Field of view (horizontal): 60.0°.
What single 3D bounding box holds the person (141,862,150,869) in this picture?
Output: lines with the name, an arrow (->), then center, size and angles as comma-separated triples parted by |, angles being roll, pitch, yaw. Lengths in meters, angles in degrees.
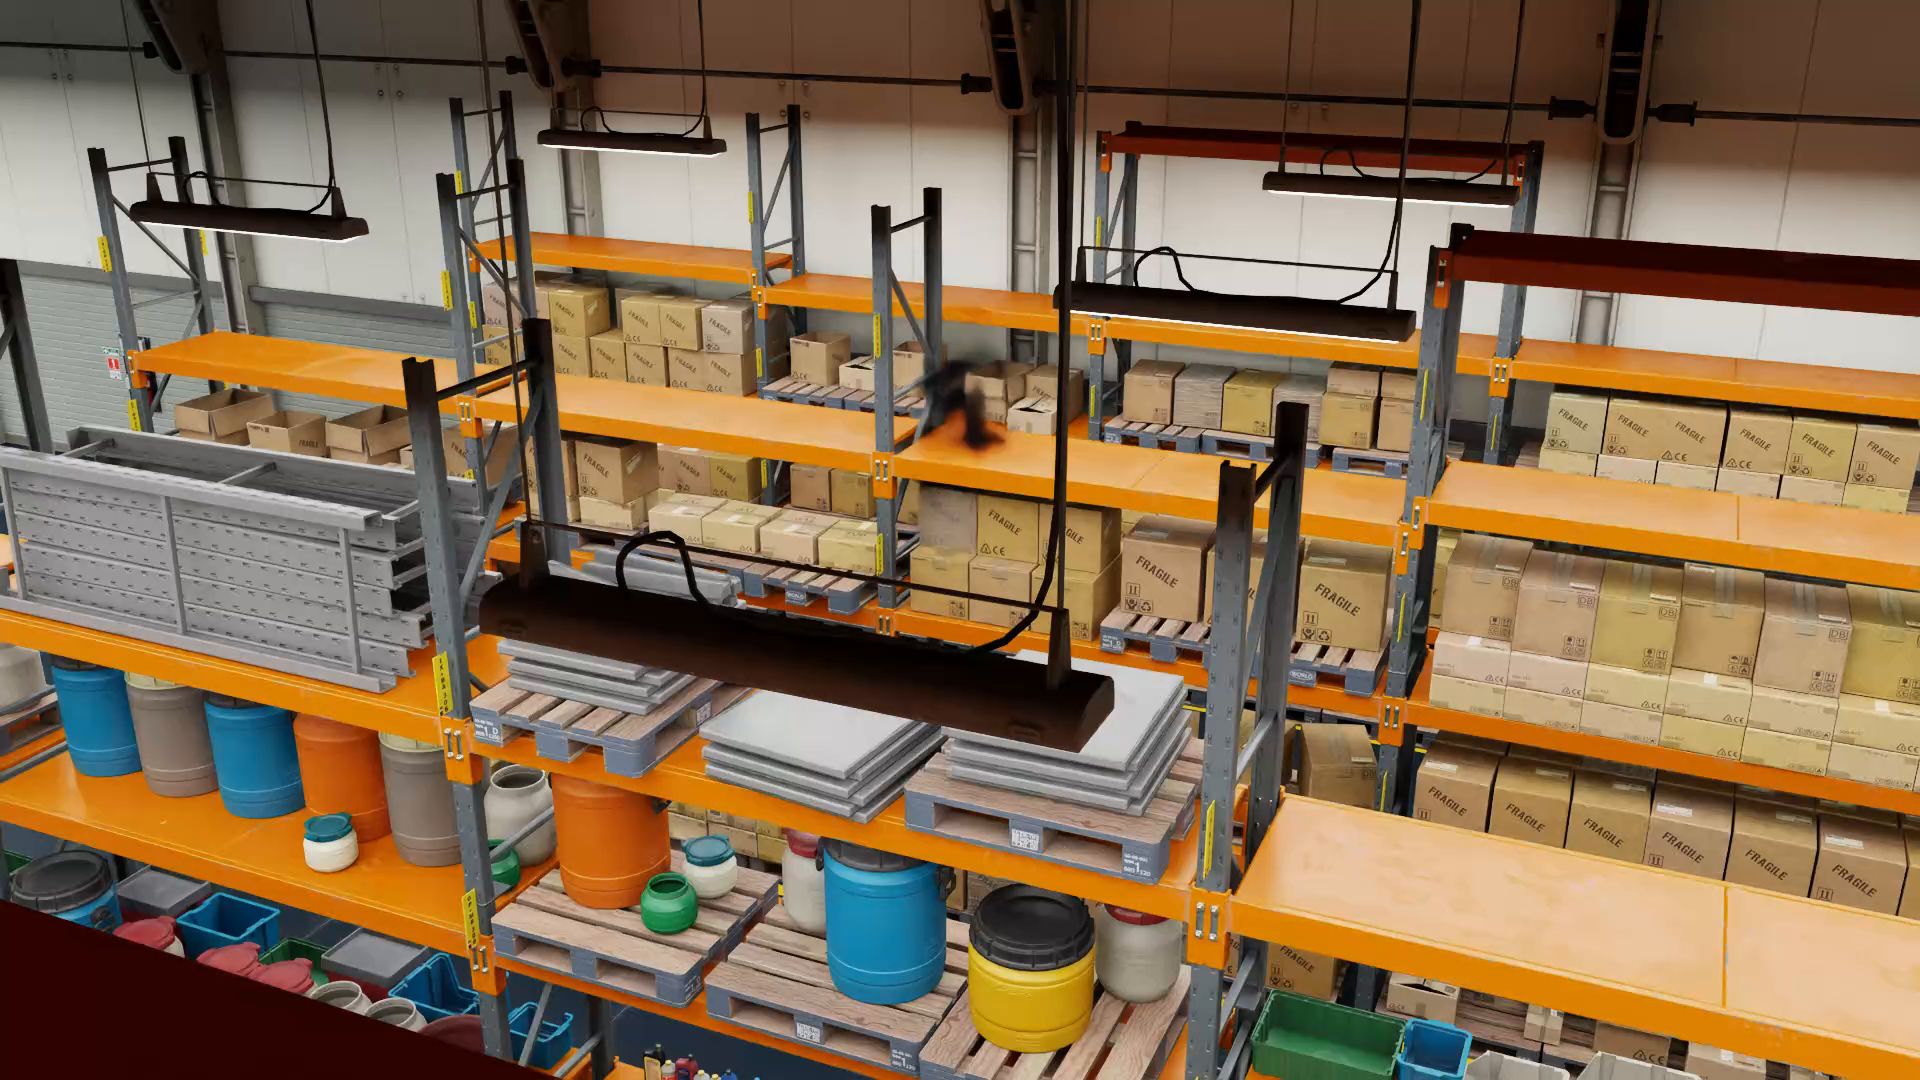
person -> -6.431, 2.517, 13.457 | 0.863, 1.790, 0.663 | 10, 23, 25
